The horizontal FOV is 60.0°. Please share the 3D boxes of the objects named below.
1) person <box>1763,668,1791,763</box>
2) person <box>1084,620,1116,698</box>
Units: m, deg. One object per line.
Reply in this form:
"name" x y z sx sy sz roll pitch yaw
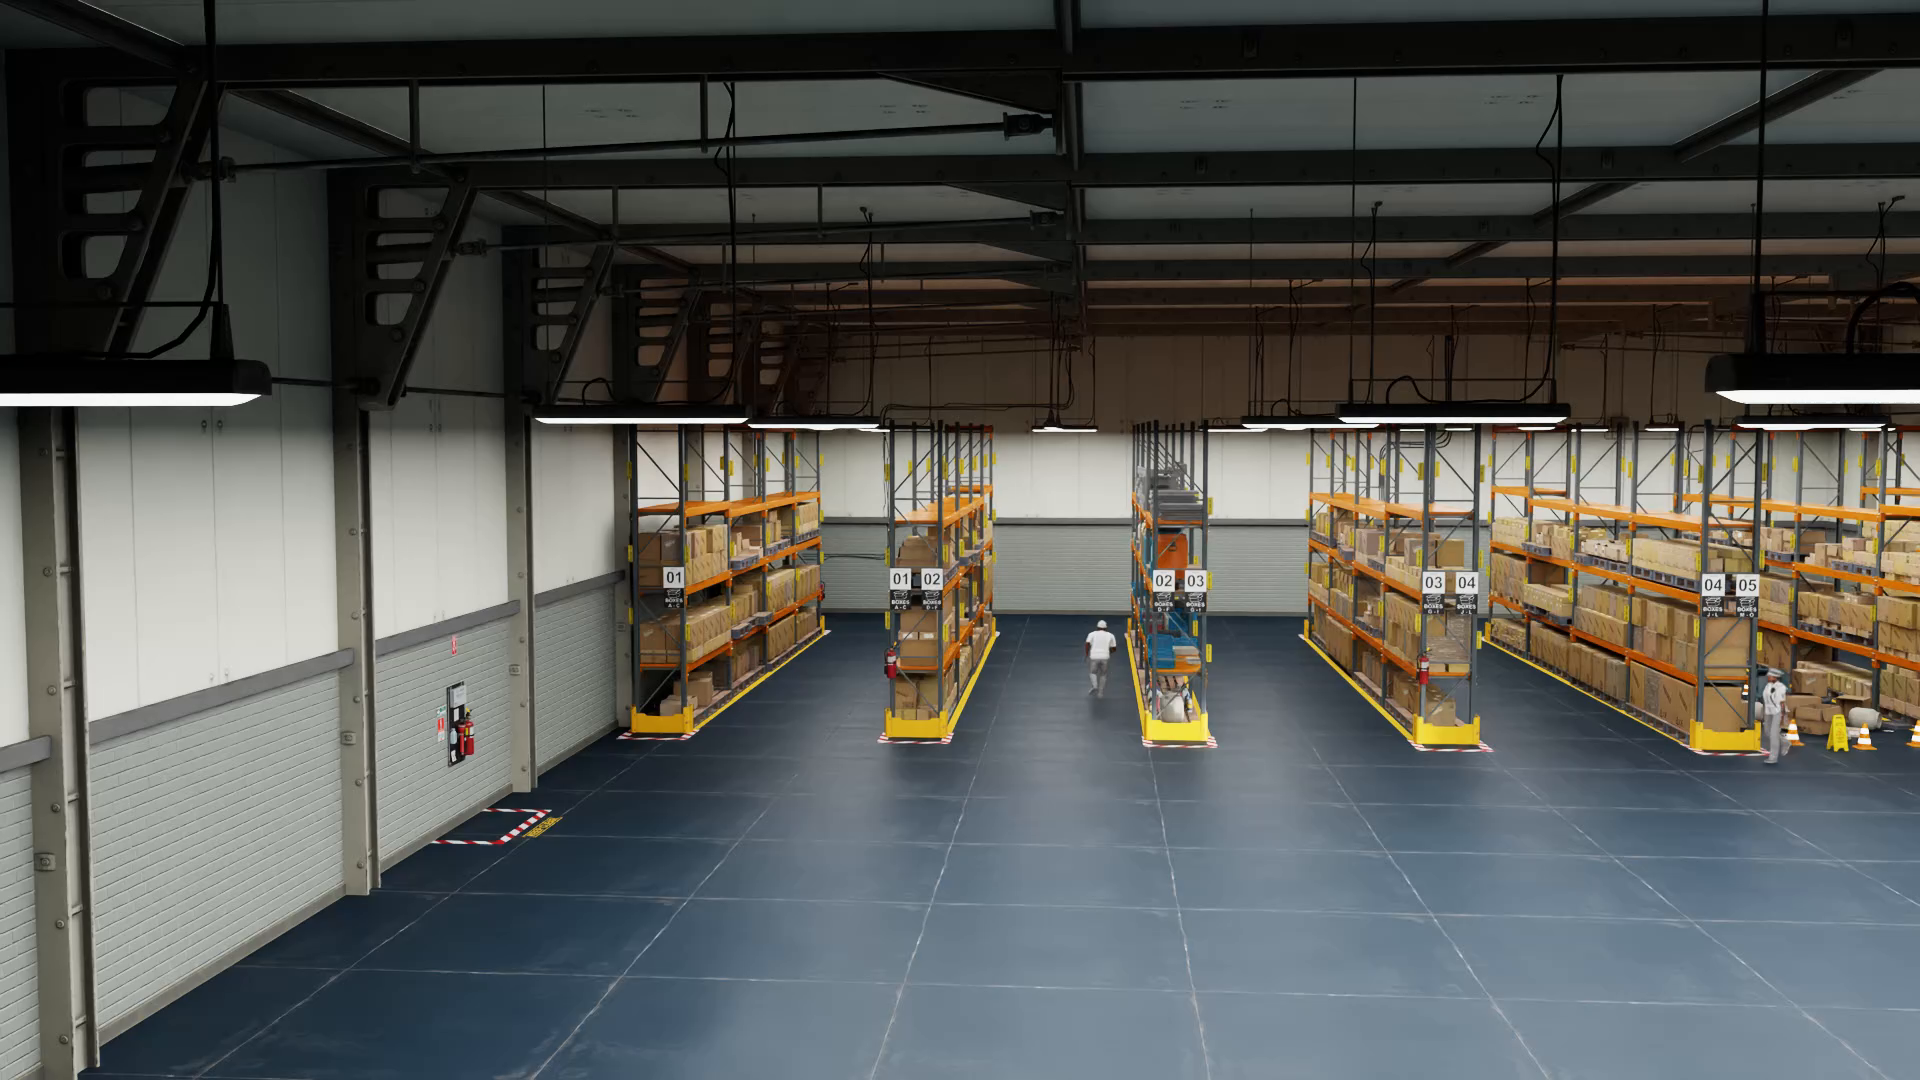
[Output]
"person" 14.317 3.046 29.075 0.758 1.648 0.449 -1 4 -21
"person" 3.069 2.596 36.417 0.689 1.658 0.771 0 4 7
